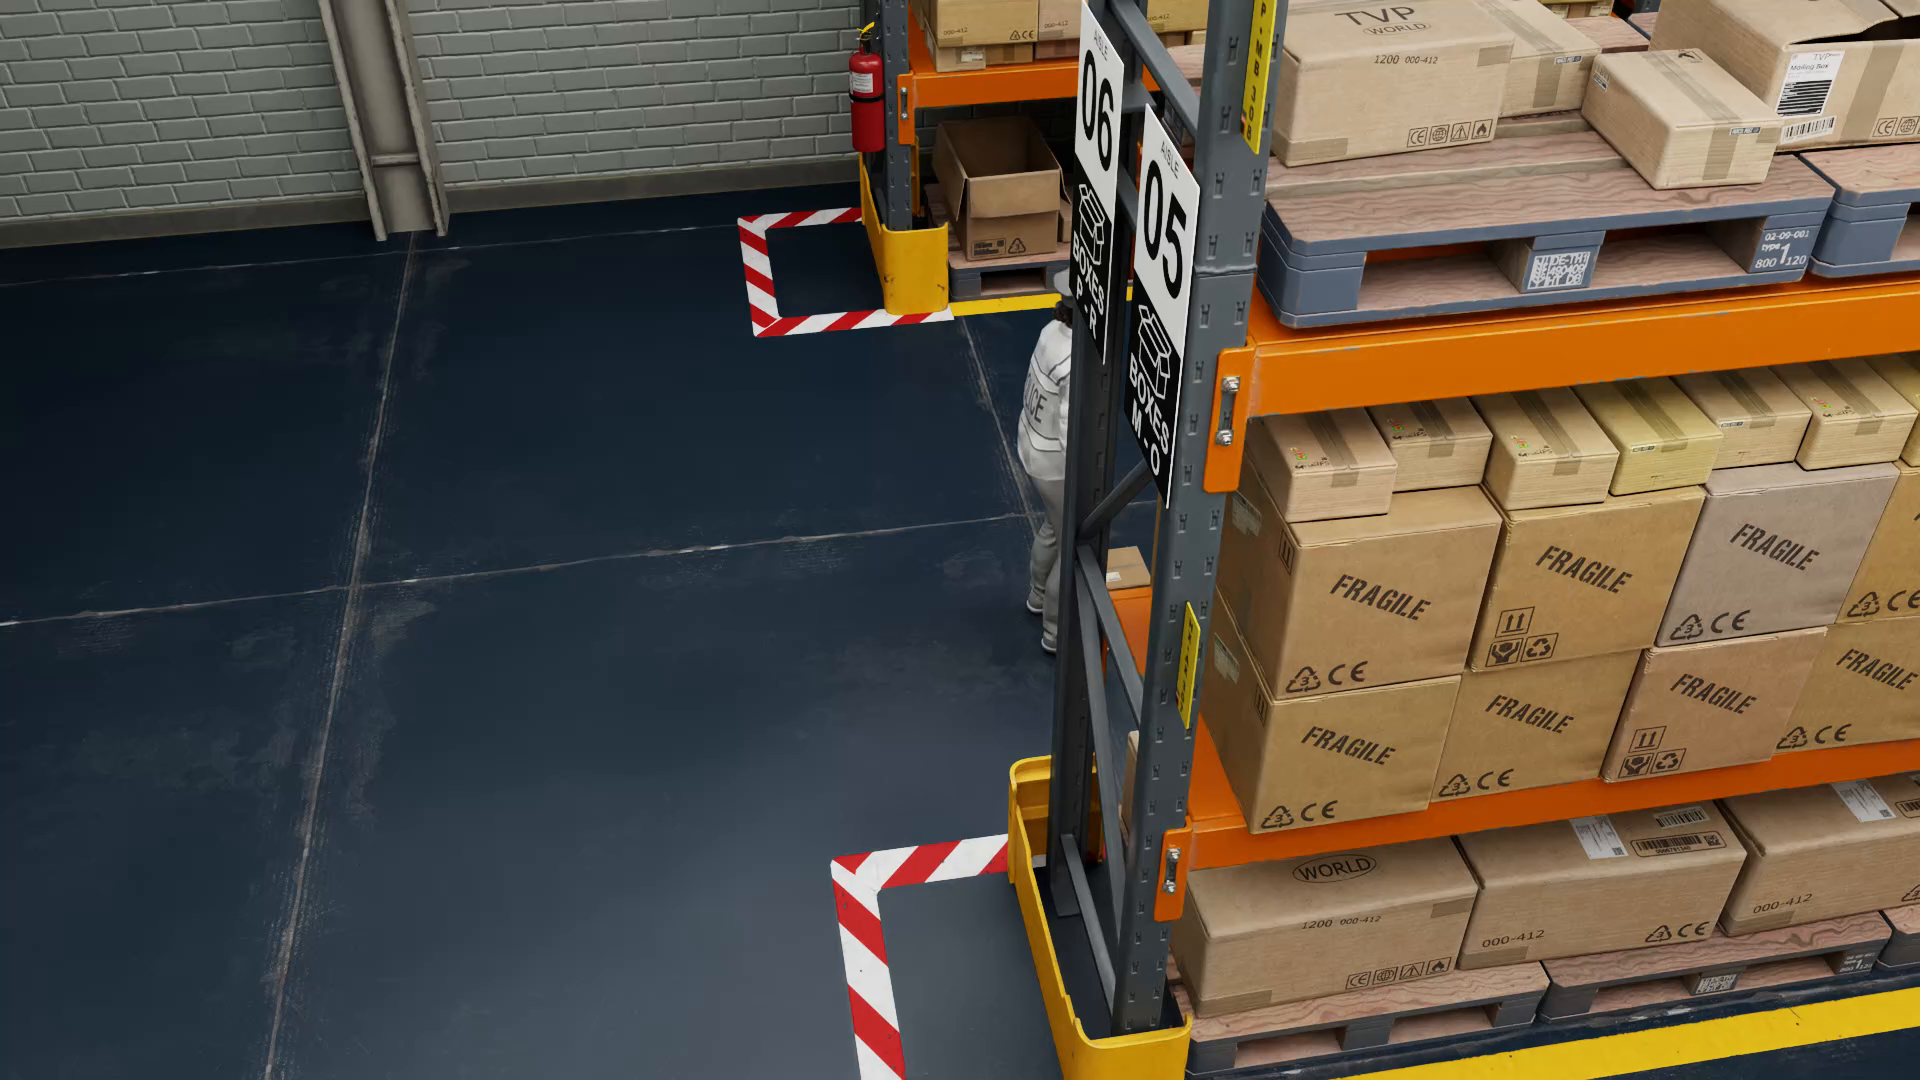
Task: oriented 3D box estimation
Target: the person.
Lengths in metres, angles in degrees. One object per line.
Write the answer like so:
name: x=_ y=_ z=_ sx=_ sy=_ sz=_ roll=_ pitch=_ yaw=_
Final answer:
person: x=0.422 y=-0.305 z=6.529 sx=0.374 sy=1.664 sz=0.529 roll=-6 pitch=39 yaw=-8
